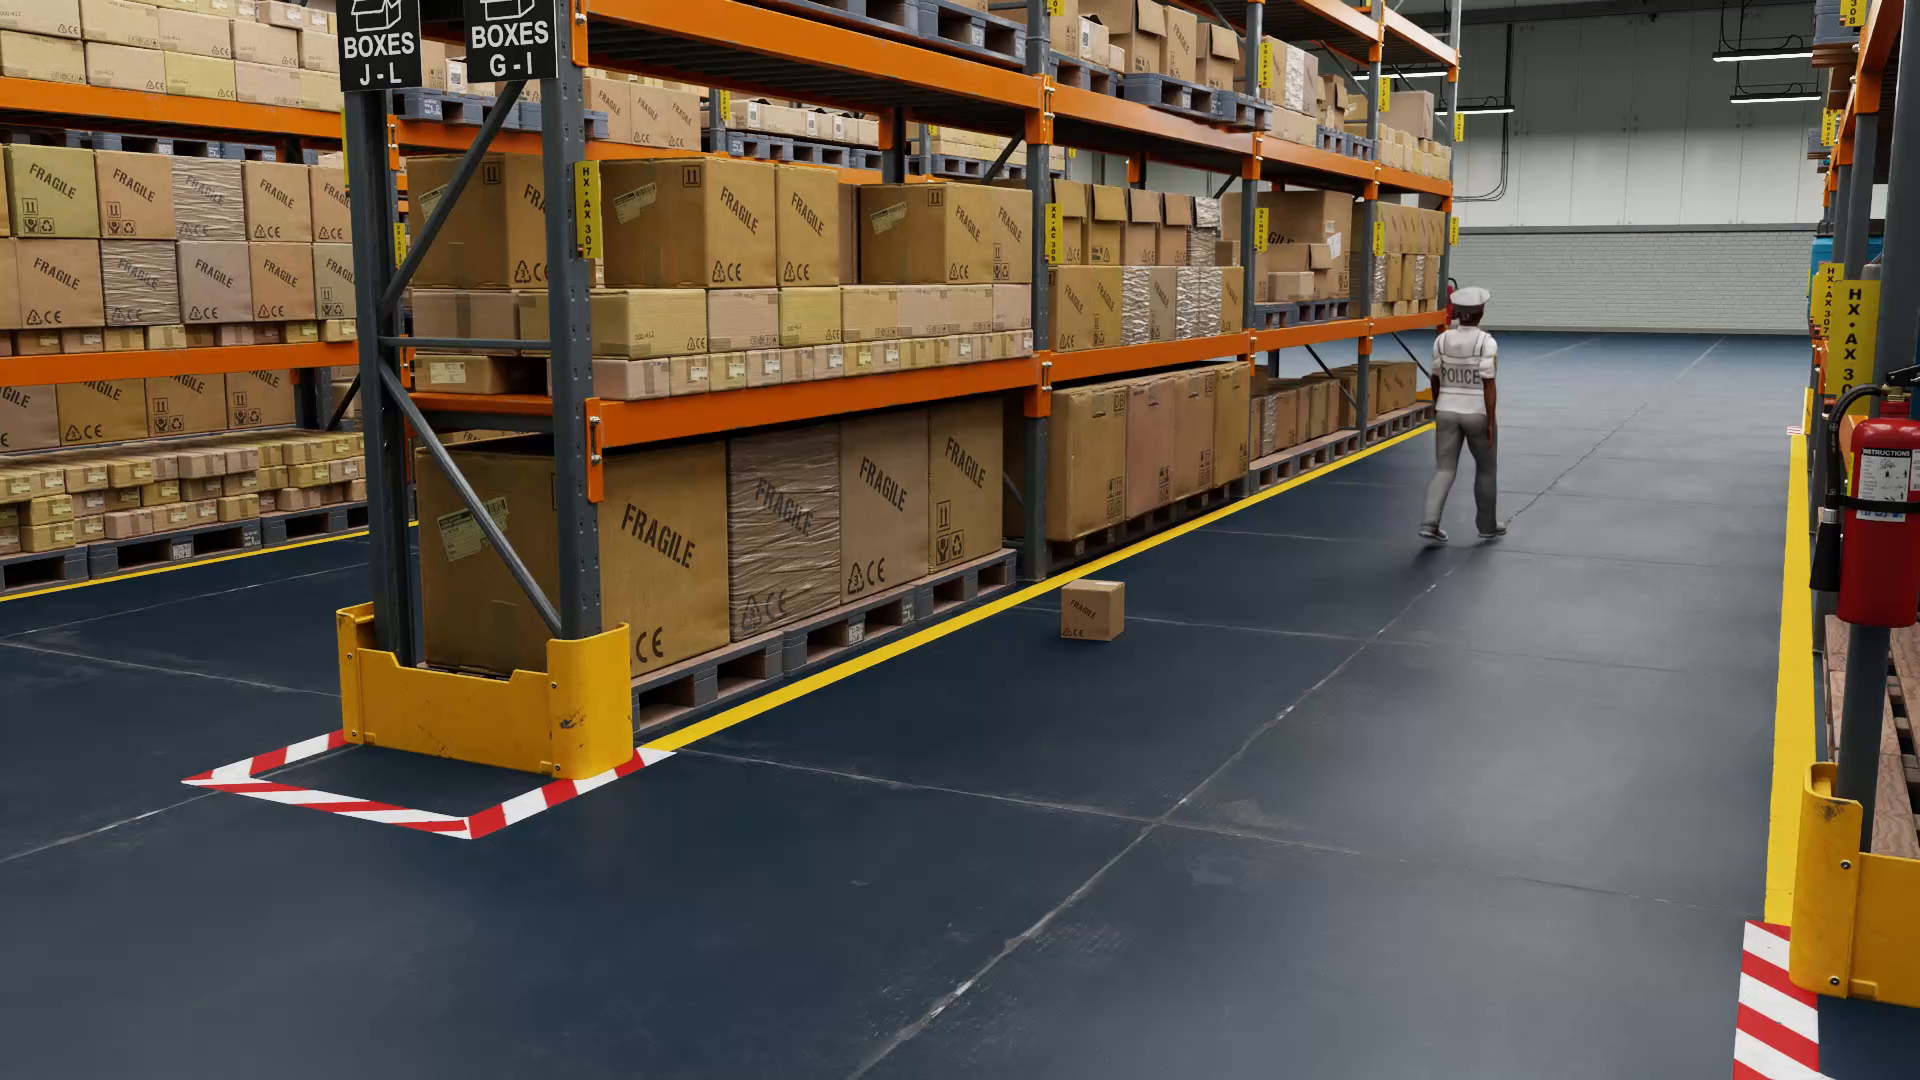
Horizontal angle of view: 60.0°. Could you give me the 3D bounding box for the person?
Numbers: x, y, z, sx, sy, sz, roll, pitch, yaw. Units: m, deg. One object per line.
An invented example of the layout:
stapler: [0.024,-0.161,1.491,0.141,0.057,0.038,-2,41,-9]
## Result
person: [3.305,-0.819,10.831,0.467,1.650,0.853,7,11,36]
